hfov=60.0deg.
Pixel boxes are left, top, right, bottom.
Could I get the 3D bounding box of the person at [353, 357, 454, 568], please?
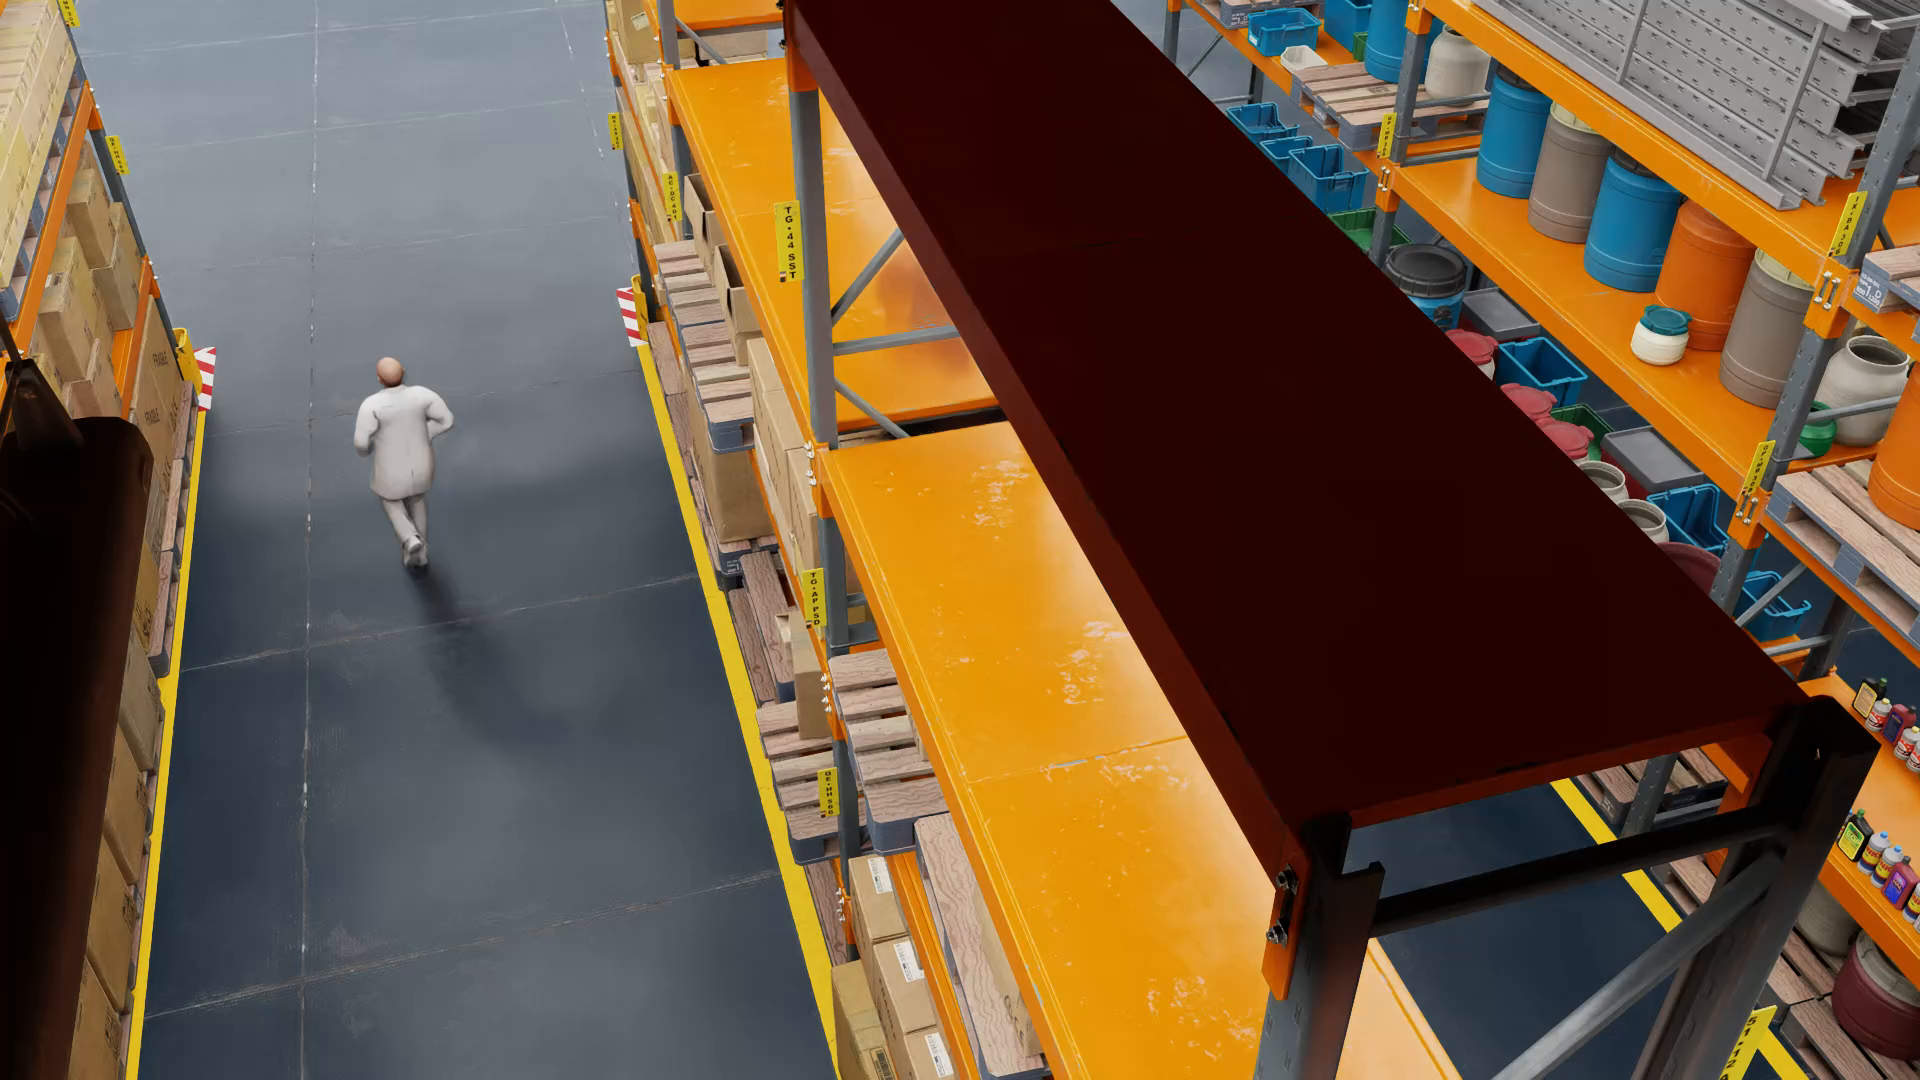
[{"bbox_3d":[-4.011,-0.475,12.209,0.738,1.532,0.615,-24,44,-27],"label":"person"}]
